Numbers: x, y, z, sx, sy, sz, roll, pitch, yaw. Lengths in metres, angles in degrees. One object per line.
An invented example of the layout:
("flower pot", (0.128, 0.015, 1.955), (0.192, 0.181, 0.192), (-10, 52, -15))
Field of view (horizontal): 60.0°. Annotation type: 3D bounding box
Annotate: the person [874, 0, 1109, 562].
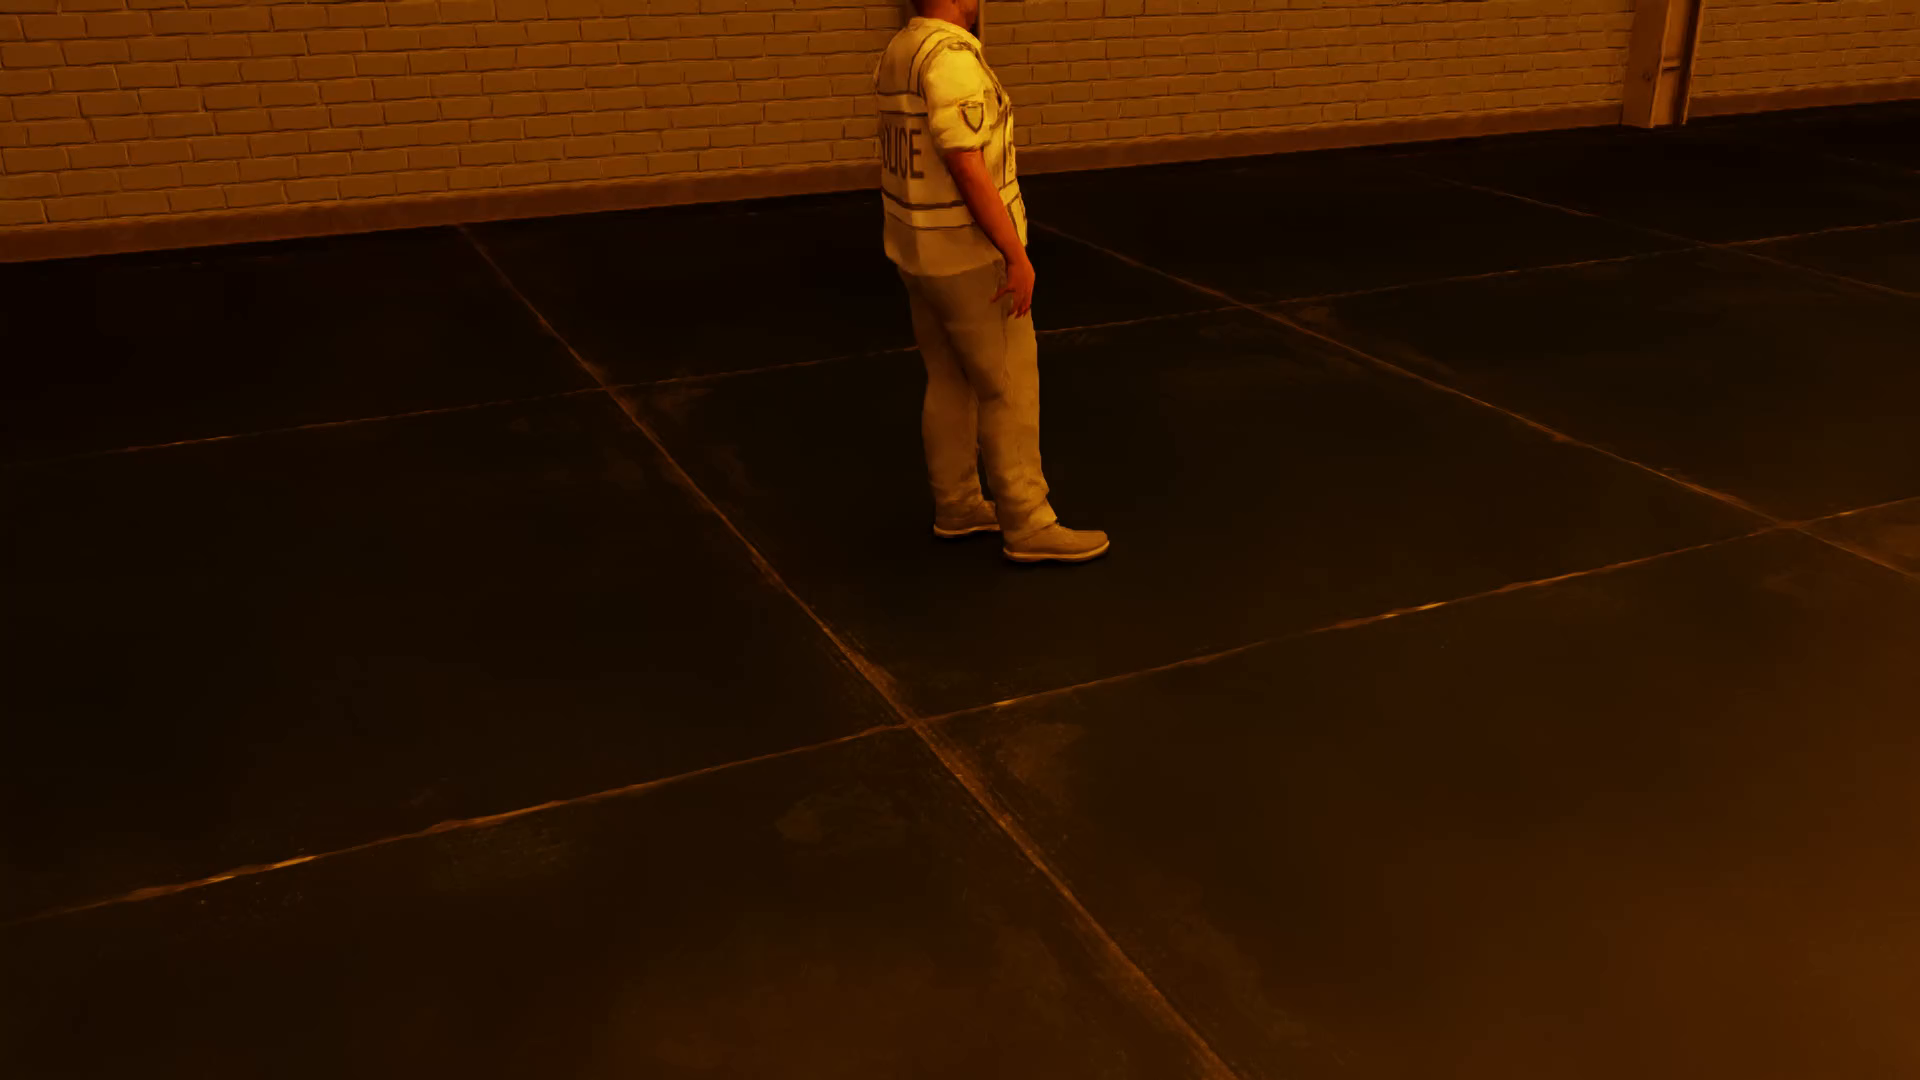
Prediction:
("person", (0.075, -0.839, 4.782), (0.574, 1.781, 0.640), (-10, 25, -23))
